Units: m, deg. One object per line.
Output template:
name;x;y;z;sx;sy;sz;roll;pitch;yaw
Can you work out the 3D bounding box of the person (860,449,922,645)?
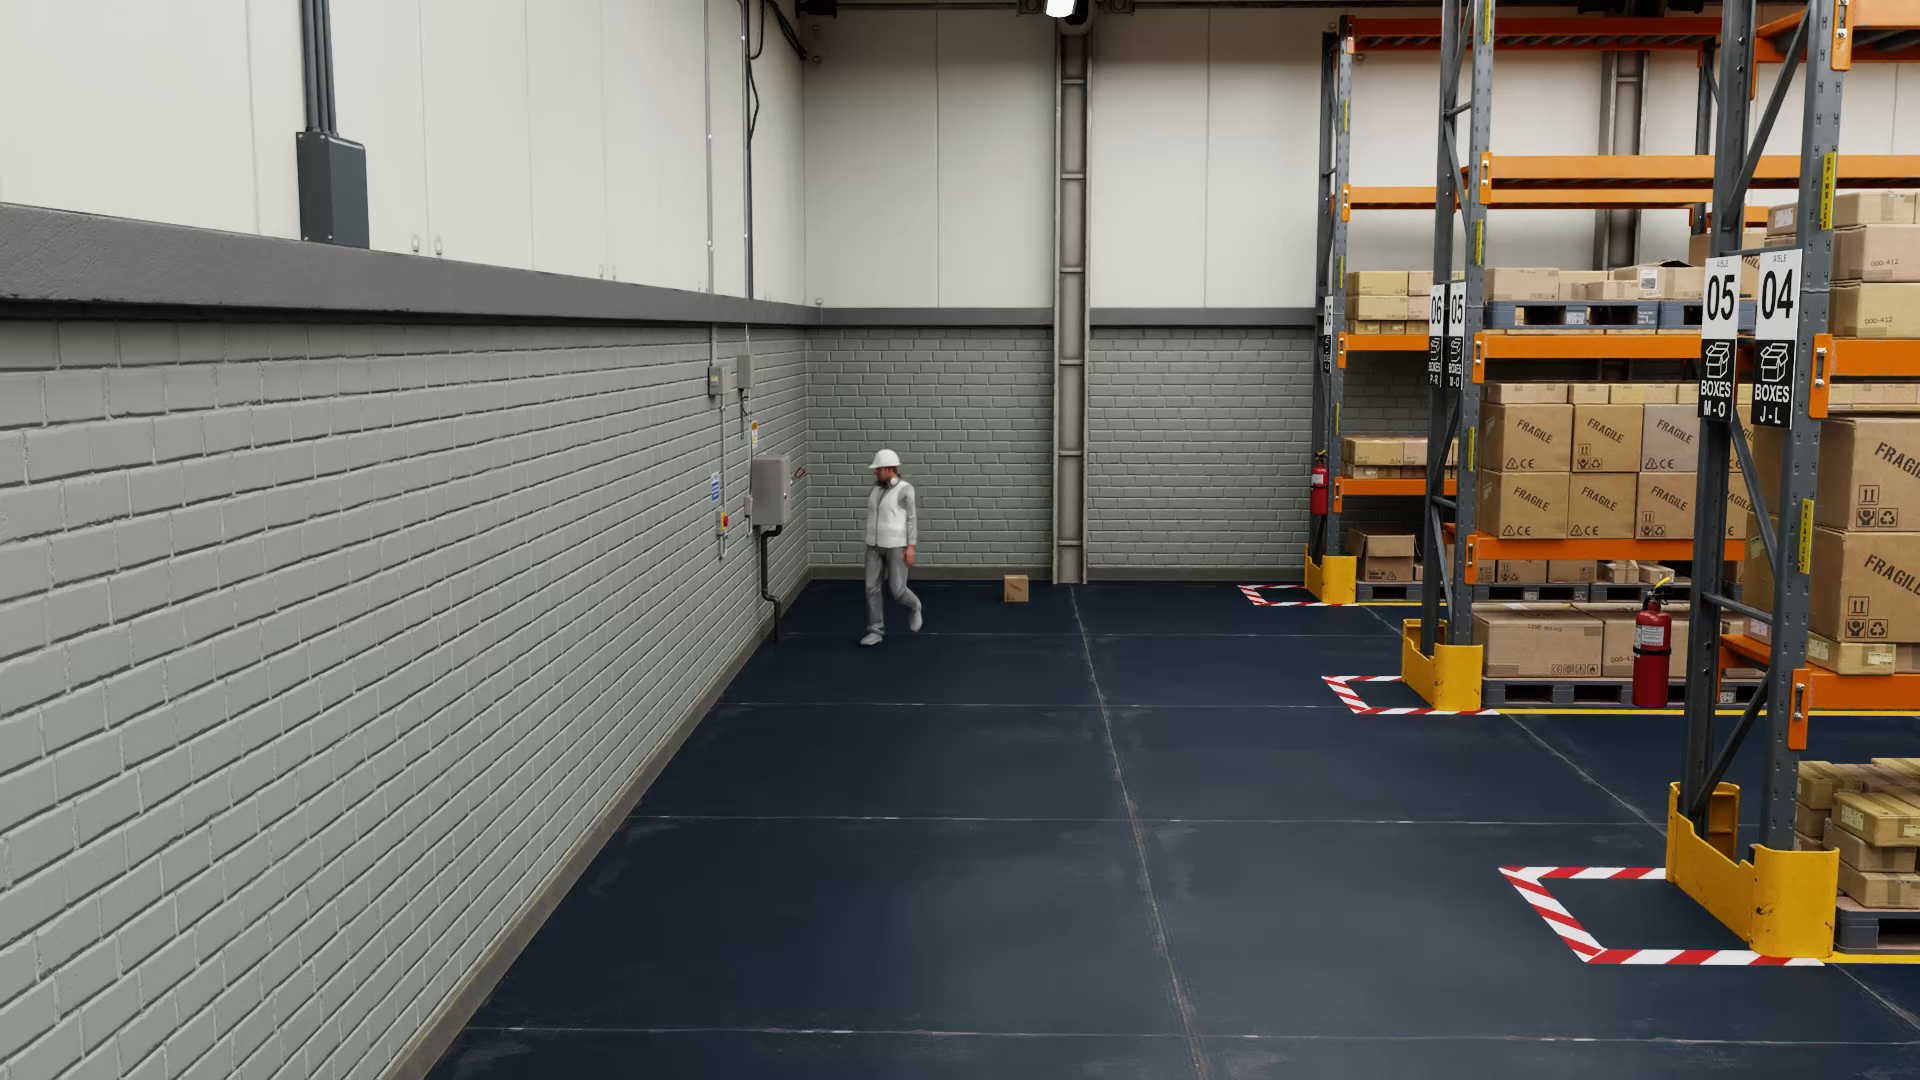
person;-0.637;0.055;15.143;0.550;1.759;0.698;5;9;34
